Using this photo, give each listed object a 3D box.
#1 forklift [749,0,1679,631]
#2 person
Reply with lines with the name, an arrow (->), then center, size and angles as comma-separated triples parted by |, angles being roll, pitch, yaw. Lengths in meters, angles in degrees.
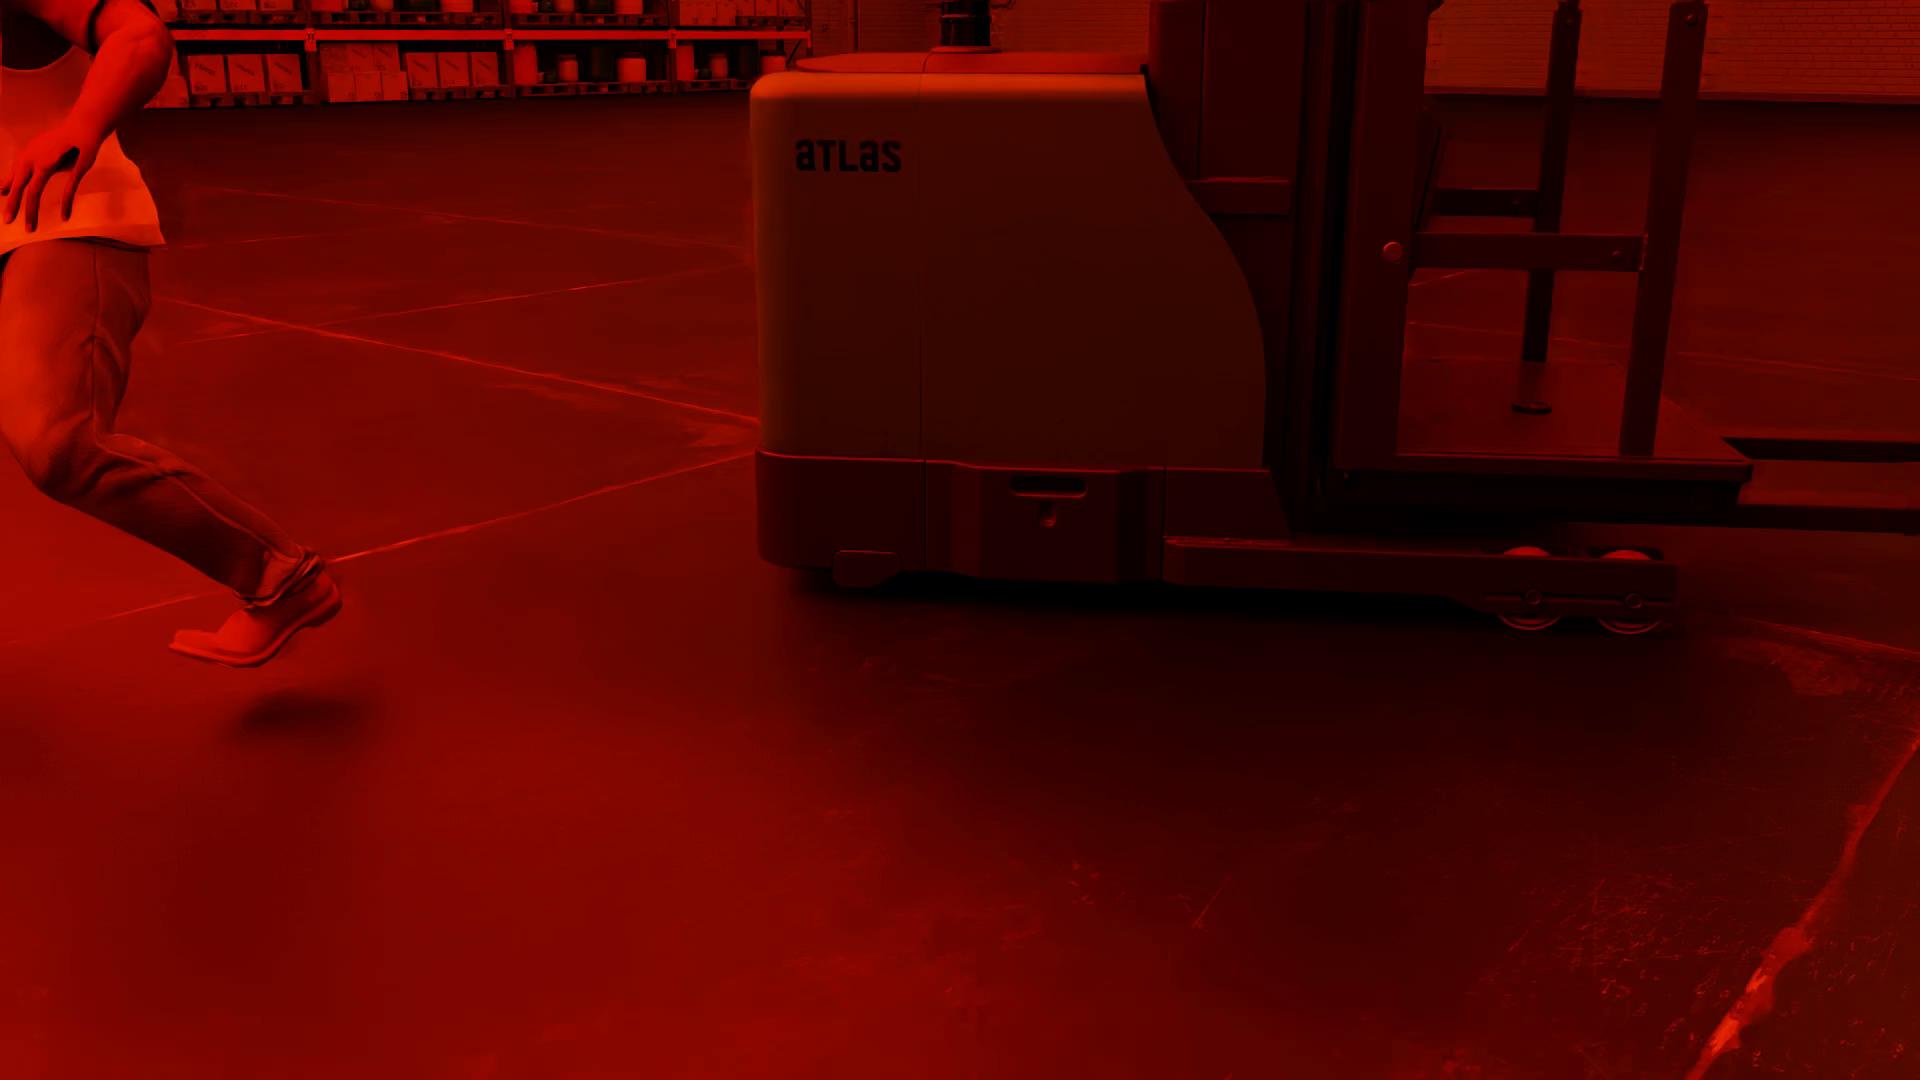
forklift -> 0.578, -1.355, 3.510 | 1.939, 2.843, 1.129 | 2, 17, 7
person -> -1.755, -0.502, 2.980 | 1.223, 1.686, 0.551 | 11, 20, 33
